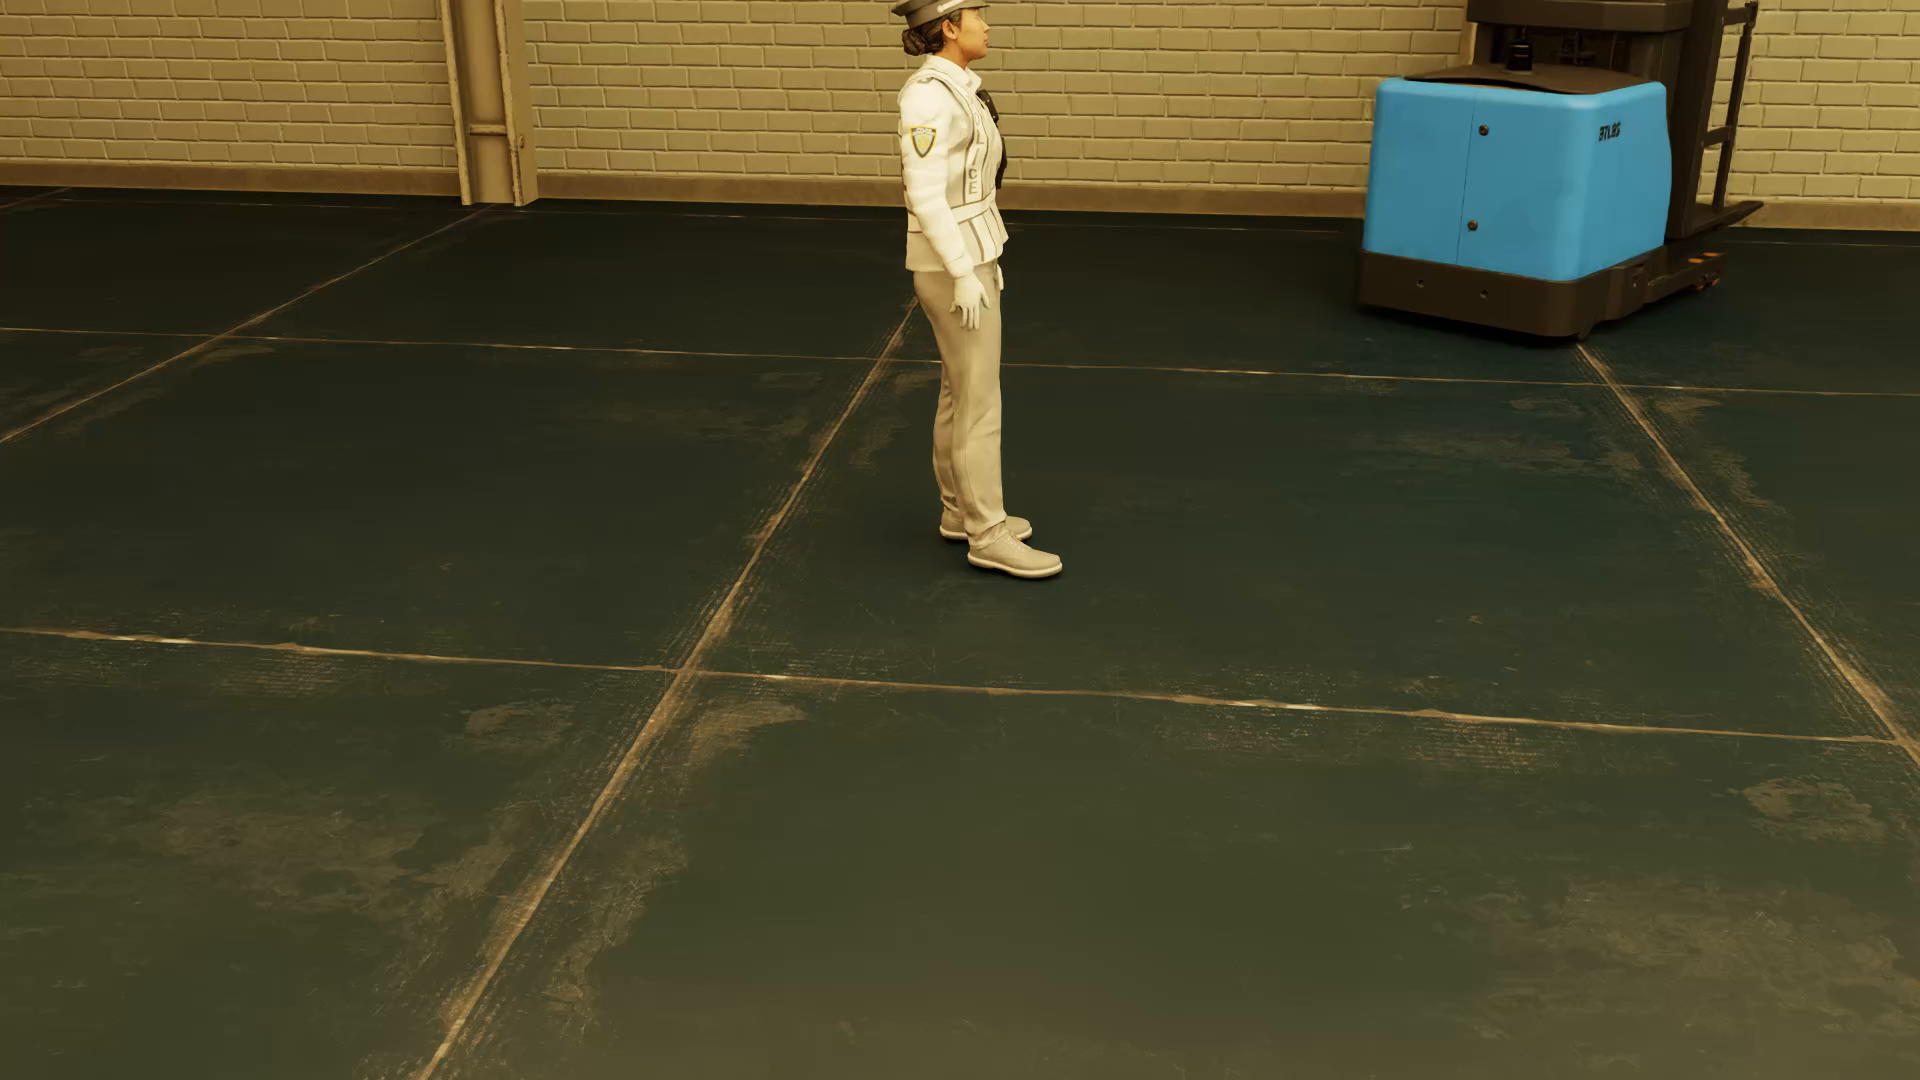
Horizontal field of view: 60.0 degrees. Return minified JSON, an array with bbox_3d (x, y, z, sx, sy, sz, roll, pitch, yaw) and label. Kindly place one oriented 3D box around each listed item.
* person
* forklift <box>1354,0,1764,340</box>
[{"bbox_3d":[0.068,-0.787,4.843,0.530,1.694,0.586,3,22,7],"label":"person"},{"bbox_3d":[3.206,-2.699,7.957,1.130,2.935,3.031,19,29,39],"label":"forklift"}]
